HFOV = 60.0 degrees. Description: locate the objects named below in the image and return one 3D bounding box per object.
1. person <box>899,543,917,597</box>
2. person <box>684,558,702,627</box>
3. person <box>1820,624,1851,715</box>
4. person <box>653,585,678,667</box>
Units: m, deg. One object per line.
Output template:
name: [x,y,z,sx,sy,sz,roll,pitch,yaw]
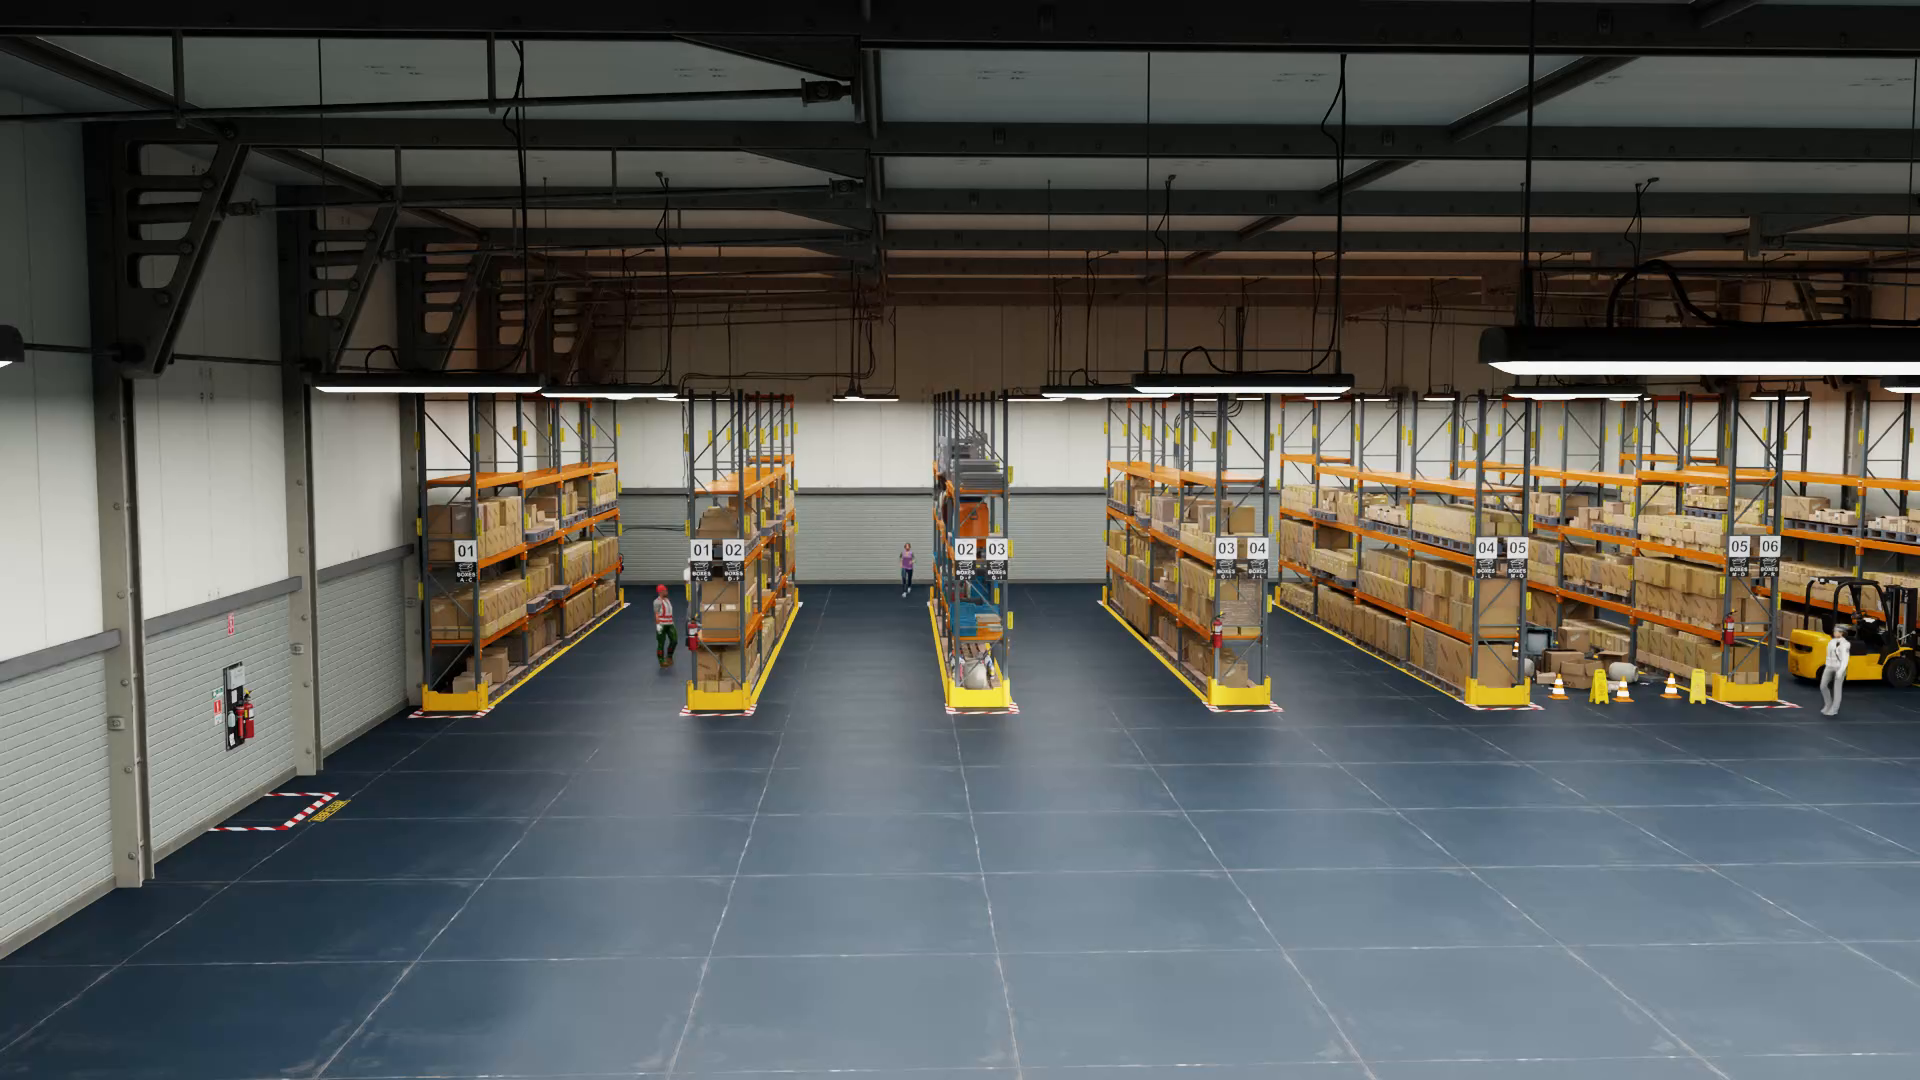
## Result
person: [-1.567,0.872,49.881,0.541,1.601,0.805,0,5,0]
person: [-6.855,1.331,43.040,0.531,1.783,0.595,1,5,9]
person: [16.173,2.401,30.716,0.457,1.719,0.497,-3,5,-30]
person: [-6.461,1.869,36.426,0.447,1.792,0.598,4,6,43]
